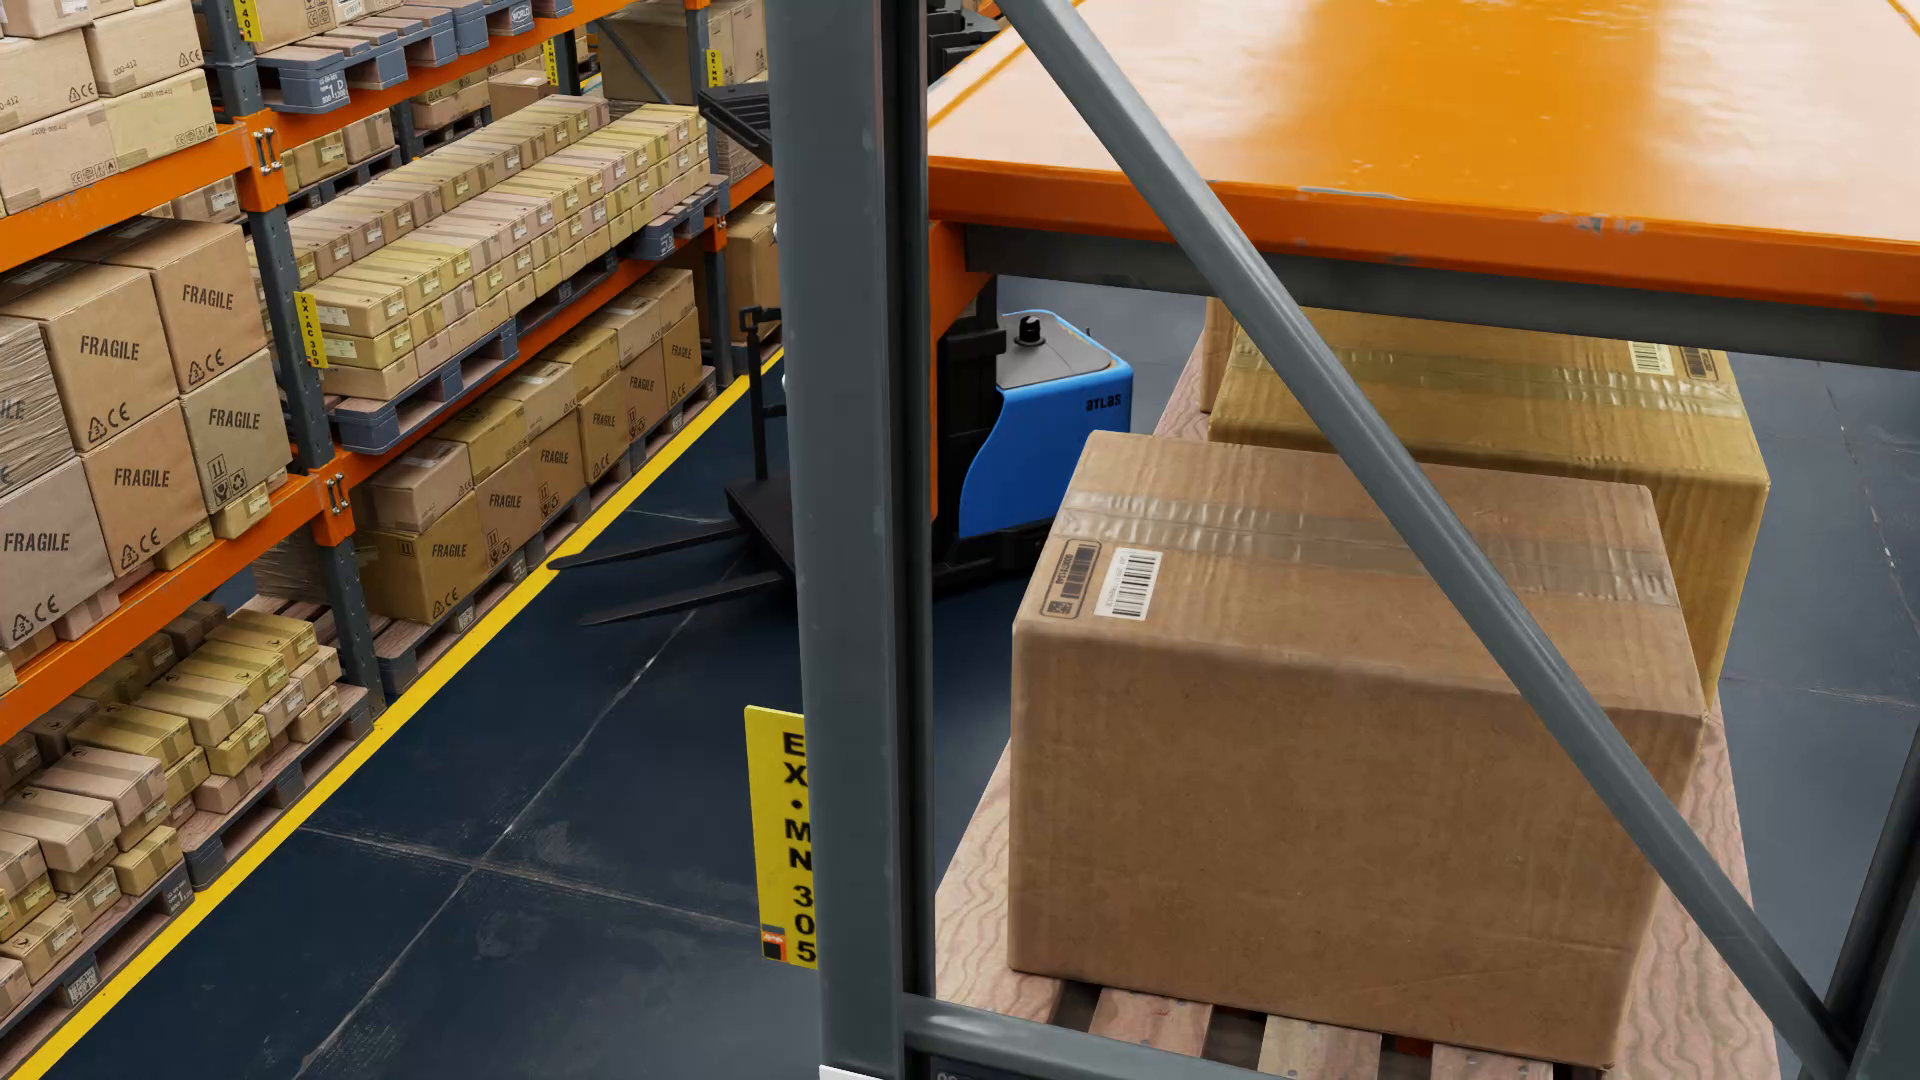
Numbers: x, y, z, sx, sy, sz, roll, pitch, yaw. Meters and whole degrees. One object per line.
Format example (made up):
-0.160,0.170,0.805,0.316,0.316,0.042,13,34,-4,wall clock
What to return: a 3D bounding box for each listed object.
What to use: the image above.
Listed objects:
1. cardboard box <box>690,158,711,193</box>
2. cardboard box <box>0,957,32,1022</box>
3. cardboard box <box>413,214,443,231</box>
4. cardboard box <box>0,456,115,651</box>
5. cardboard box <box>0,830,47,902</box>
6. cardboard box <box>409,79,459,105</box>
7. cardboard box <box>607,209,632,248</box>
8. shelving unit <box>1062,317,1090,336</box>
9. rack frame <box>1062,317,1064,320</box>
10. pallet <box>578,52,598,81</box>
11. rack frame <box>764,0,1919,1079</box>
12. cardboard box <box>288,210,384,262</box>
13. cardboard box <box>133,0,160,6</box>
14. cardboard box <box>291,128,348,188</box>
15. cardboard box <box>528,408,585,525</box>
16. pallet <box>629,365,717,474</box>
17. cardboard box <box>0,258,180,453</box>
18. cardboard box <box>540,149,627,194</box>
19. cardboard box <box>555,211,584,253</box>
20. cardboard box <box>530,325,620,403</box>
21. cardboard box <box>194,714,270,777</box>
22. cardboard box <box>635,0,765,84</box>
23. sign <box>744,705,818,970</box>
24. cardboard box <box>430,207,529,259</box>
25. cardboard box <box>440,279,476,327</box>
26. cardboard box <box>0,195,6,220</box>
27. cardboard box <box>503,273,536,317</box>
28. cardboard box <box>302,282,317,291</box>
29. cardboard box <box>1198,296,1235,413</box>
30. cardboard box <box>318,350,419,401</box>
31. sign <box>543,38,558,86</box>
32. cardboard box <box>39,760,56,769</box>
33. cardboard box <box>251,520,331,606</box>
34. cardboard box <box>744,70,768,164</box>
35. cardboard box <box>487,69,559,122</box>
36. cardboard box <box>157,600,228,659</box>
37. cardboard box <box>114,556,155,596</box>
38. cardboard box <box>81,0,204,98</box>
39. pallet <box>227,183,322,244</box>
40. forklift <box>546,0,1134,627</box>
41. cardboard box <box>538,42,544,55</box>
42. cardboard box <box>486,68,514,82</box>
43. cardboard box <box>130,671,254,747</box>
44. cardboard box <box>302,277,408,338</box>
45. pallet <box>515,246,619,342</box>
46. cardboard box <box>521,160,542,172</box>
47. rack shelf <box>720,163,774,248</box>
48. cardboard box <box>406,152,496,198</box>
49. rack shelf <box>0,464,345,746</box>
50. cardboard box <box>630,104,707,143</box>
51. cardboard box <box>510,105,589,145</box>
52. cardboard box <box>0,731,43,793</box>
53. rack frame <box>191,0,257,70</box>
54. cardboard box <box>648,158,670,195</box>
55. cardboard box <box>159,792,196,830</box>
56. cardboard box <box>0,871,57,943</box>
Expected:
-1.717,-2.193,9.933,0.380,0.149,0.250,9,30,16,cardboard box
-3.515,1.580,5.825,0.380,0.149,0.250,7,30,12,cardboard box
-2.874,-1.585,8.535,0.380,0.149,0.250,9,30,15,cardboard box
-3.358,0.008,5.741,0.500,0.500,0.500,8,30,15,cardboard box
-3.531,1.166,5.957,0.380,0.149,0.250,9,30,15,cardboard box
-5.168,-4.478,15.839,0.500,0.500,0.500,10,31,17,cardboard box
-2.021,-1.718,9.079,0.380,0.149,0.250,7,30,13,cardboard box
0.592,-0.837,9.829,0.258,0.900,0.210,-25,38,-38,shelving unit
0.521,-0.872,9.892,0.240,0.900,0.006,-25,38,-38,rack frame
-4.719,-5.165,18.318,1.003,0.211,1.213,8,30,15,pallet
0.349,-0.564,1.007,0.949,2.616,0.053,8,30,15,rack frame
-3.022,-1.470,8.022,0.380,0.149,0.250,8,30,15,cardboard box
-3.016,-2.009,5.920,0.380,0.149,0.250,7,30,13,cardboard box
-5.958,-3.389,14.528,0.950,0.372,0.625,10,31,18,cardboard box
-2.420,-0.444,9.101,0.500,0.500,0.500,9,30,16,cardboard box
-2.242,-0.833,10.530,1.003,0.211,1.213,8,30,15,pallet
-3.212,-0.668,5.928,0.500,0.500,0.500,8,30,13,cardboard box
-2.021,-1.981,8.940,0.380,0.149,0.250,9,30,15,cardboard box
-2.173,-1.604,8.568,0.380,0.149,0.250,8,30,14,cardboard box
-2.264,-1.008,9.344,0.500,0.250,0.500,9,30,16,cardboard box
-3.103,0.823,6.879,0.380,0.149,0.250,7,30,13,cardboard box
-1.723,-3.337,11.032,0.700,0.500,0.500,8,30,14,cardboard box
-0.162,0.311,1.690,0.100,0.325,0.005,8,30,15,sign
-2.326,-1.490,8.058,0.380,0.149,0.250,8,30,14,cardboard box
-2.481,-1.117,7.693,0.380,0.149,0.250,9,30,16,cardboard box
-3.378,-1.068,5.152,0.500,0.250,0.500,8,30,14,cardboard box
-2.328,-1.227,8.196,0.380,0.149,0.250,7,30,13,cardboard box
-3.181,-1.095,7.653,0.380,0.149,0.250,9,30,15,cardboard box
0.903,-0.538,3.409,0.700,0.500,0.500,10,31,17,cardboard box
-2.630,-0.747,7.333,0.380,0.149,0.250,7,30,12,cardboard box
-2.543,-2.998,10.362,0.100,0.325,0.005,8,30,15,sign
-3.705,0.874,6.789,0.380,0.149,0.250,7,30,12,cardboard box
-3.209,-0.026,8.351,0.500,0.500,0.500,8,30,14,cardboard box
-1.475,-2.865,11.211,0.500,0.500,0.500,8,30,14,cardboard box
-3.889,-3.931,15.023,0.500,0.500,0.500,8,30,15,cardboard box
-3.485,0.378,7.374,0.380,0.149,0.250,10,31,17,cardboard box
-3.294,0.081,6.276,0.380,0.149,0.250,8,30,13,cardboard box
-3.078,-1.768,5.898,0.500,0.250,0.500,7,30,12,cardboard box
-6.182,-2.783,14.036,1.003,0.211,1.213,8,30,15,pallet
-0.629,-1.140,8.285,3.031,2.935,1.130,-13,32,-23,forklift
-4.561,-5.449,17.584,0.500,0.500,0.500,10,31,17,cardboard box
-4.869,-4.647,16.914,0.500,0.250,0.500,8,30,14,cardboard box
-3.144,0.691,6.812,0.380,0.149,0.250,8,30,14,cardboard box
-2.630,-1.007,7.188,0.380,0.149,0.250,10,31,17,cardboard box
-2.553,-1.405,8.887,1.003,0.211,1.213,8,30,15,pallet
-2.572,-2.054,9.377,0.380,0.149,0.250,9,30,15,cardboard box
-1.424,-3.029,12.350,1.077,0.370,4.000,8,30,15,rack shelf
-2.716,-1.950,8.884,0.380,0.149,0.250,9,30,16,cardboard box
-3.773,0.688,5.667,1.077,0.370,4.000,8,30,15,rack shelf
-1.717,-2.455,9.792,0.380,0.149,0.250,7,30,13,cardboard box
-2.409,-2.436,9.757,0.380,0.149,0.250,8,30,14,cardboard box
-3.857,0.853,6.520,0.380,0.149,0.250,9,30,16,cardboard box
-3.185,-3.177,5.704,1.000,3.000,0.127,8,30,15,rack frame
-1.873,-2.076,9.418,0.380,0.149,0.250,9,30,16,cardboard box
-3.340,1.084,6.717,0.380,0.149,0.250,8,30,14,cardboard box
-3.544,1.287,6.046,0.380,0.149,0.250,10,31,17,cardboard box
